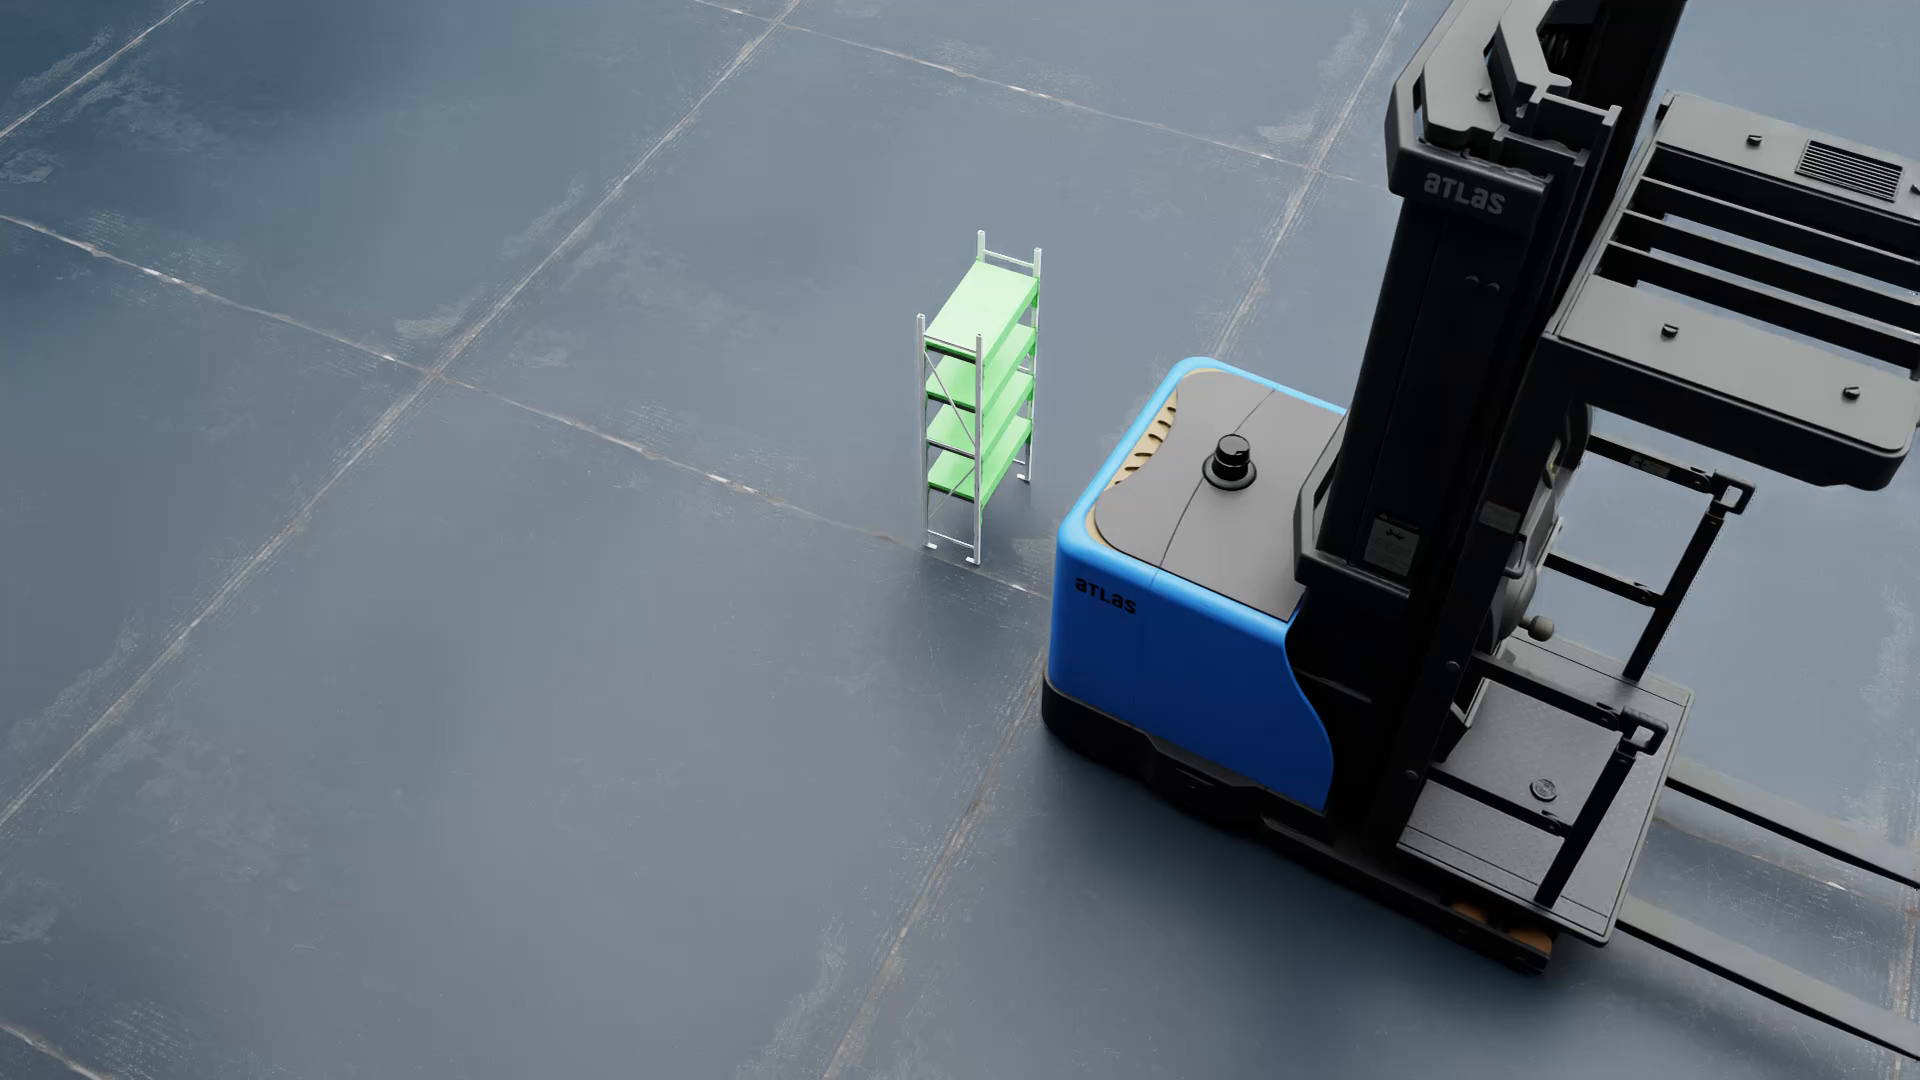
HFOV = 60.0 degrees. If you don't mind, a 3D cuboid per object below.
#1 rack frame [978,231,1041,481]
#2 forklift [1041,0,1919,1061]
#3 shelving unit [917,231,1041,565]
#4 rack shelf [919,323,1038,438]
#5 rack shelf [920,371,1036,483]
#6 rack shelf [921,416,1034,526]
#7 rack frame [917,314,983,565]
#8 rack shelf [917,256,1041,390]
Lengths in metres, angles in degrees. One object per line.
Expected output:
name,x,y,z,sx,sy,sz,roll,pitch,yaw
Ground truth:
rack frame,0.175,-0.671,6.348,0.240,1.200,0.015,20,52,16
forklift,1.824,-0.027,4.664,3.031,2.935,1.130,24,54,19
shelving unit,0.071,-0.503,6.205,0.258,1.200,0.503,20,52,16
rack shelf,0.071,-0.617,6.071,0.258,0.148,0.480,20,52,16
rack shelf,0.071,-0.461,6.254,0.258,0.148,0.480,20,52,16
rack shelf,0.071,-0.306,6.437,0.258,0.148,0.480,20,52,16
rack frame,-0.034,-0.335,6.062,0.240,1.200,0.015,20,52,16
rack shelf,0.071,-0.772,5.888,0.258,0.148,0.480,20,52,16
